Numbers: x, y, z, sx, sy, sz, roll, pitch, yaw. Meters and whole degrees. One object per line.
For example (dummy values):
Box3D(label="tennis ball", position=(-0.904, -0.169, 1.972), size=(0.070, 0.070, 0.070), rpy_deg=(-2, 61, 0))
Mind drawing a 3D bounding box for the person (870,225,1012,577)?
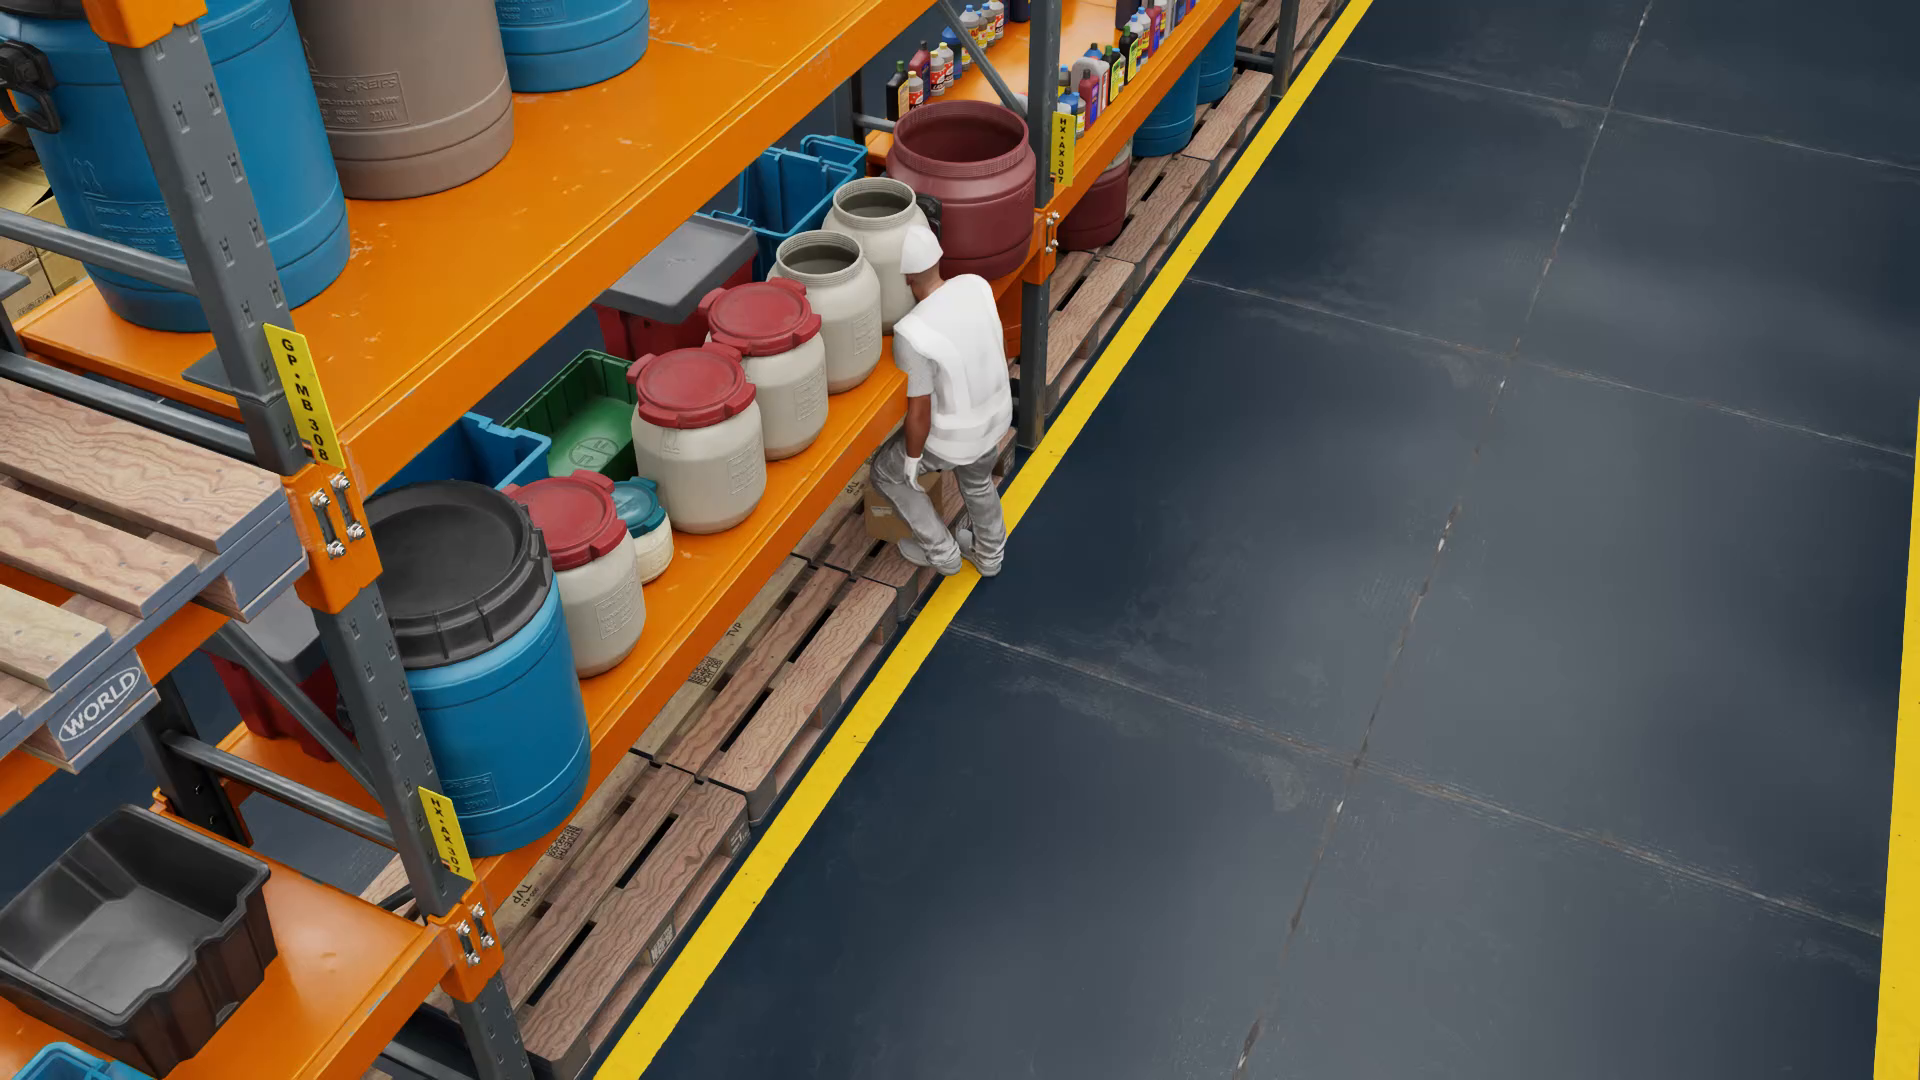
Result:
Box3D(label="person", position=(-0.075, -0.476, 6.706), size=(0.541, 1.750, 0.628), rpy_deg=(28, 49, 28))
